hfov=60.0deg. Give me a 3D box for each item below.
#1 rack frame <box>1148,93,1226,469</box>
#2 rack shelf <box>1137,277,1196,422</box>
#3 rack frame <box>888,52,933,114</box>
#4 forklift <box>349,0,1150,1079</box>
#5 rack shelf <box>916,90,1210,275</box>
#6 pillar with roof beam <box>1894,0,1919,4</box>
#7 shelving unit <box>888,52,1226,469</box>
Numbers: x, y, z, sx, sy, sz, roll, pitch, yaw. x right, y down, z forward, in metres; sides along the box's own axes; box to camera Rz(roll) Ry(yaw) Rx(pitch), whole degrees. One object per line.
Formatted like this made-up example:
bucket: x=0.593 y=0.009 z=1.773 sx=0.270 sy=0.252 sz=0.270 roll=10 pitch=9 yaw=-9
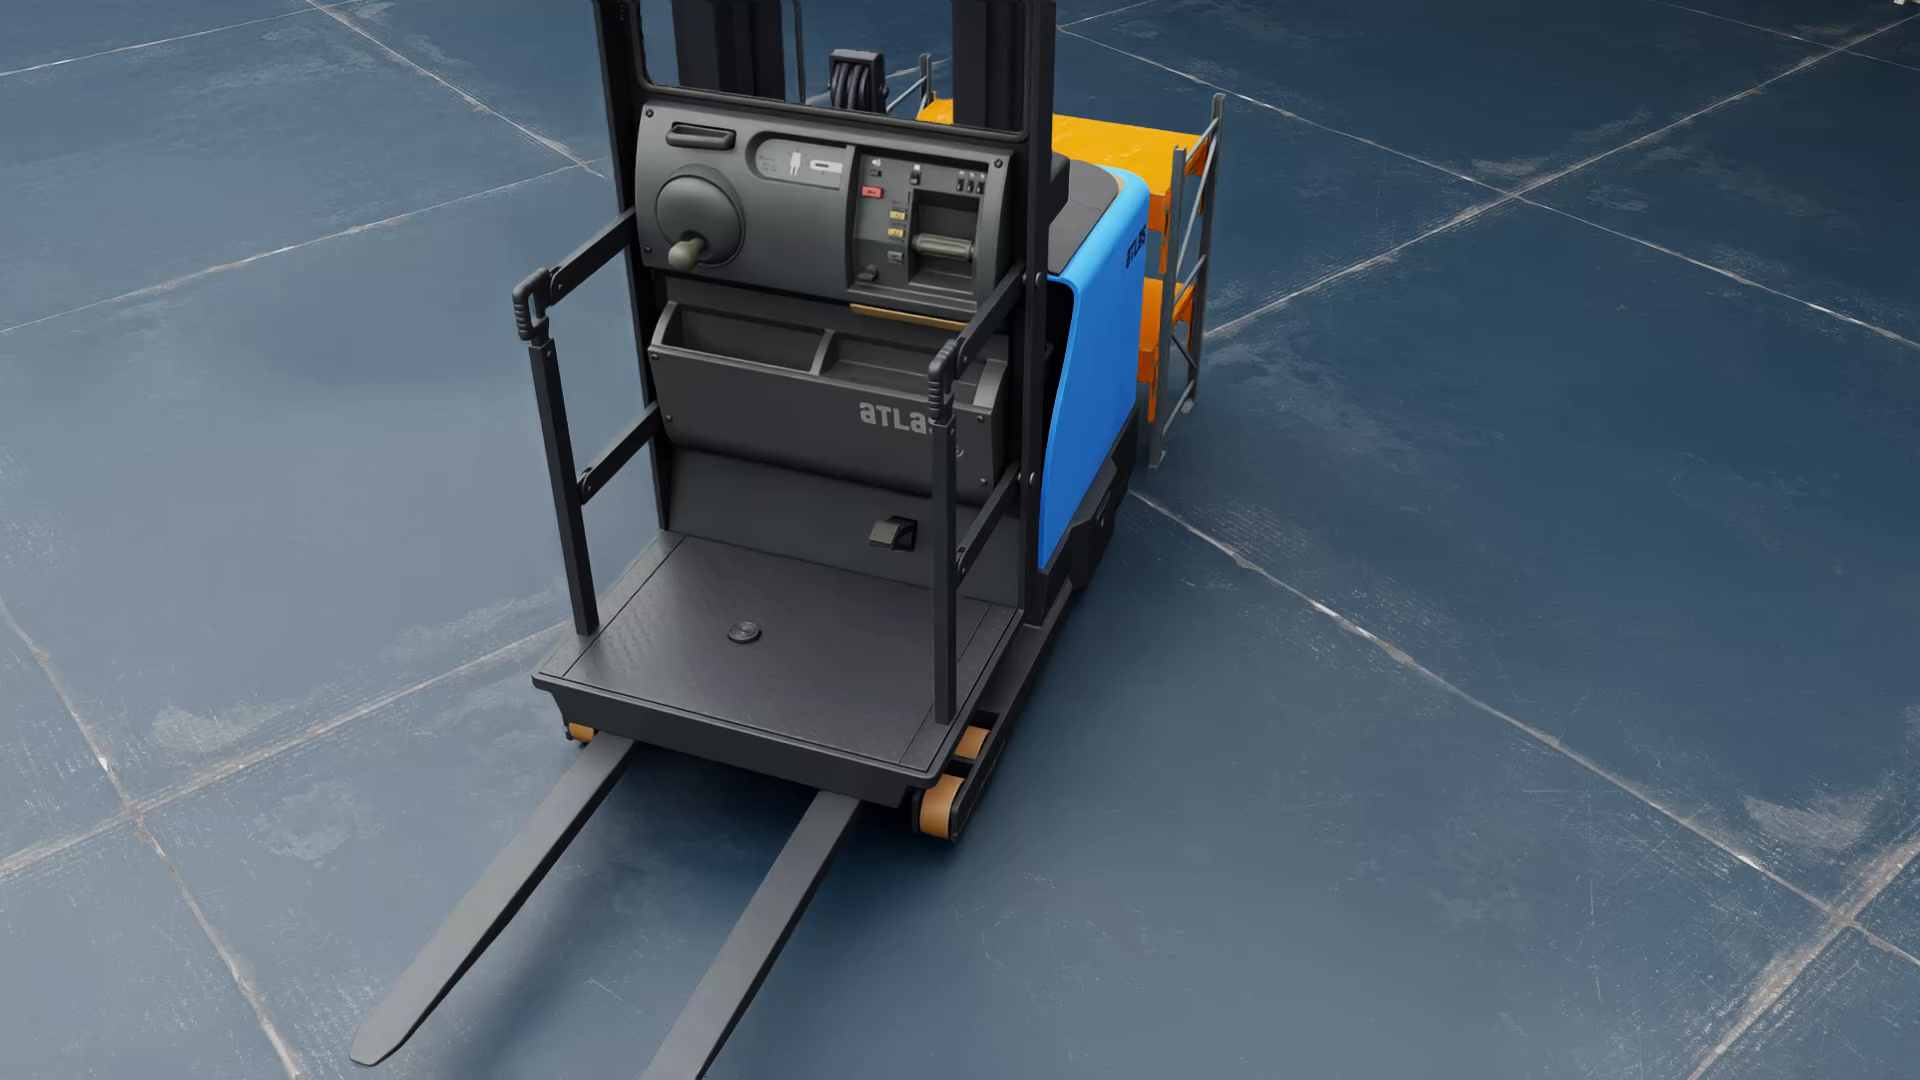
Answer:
rack frame: x=0.742 y=-0.836 z=5.456 sx=0.032 sy=1.125 sz=0.500 roll=13 pitch=37 yaw=18
rack shelf: x=0.271 y=-0.747 z=5.754 sx=1.000 sy=0.278 sz=0.538 roll=13 pitch=37 yaw=18
rack frame: x=-0.199 y=-1.057 z=5.770 sx=0.032 sy=1.125 sz=0.500 roll=13 pitch=37 yaw=18
forklift: x=-0.407 y=-0.716 z=3.725 sx=1.130 sy=2.935 sz=3.031 roll=12 pitch=37 yaw=16
rack shelf: x=0.271 y=-1.185 z=5.444 sx=1.000 sy=0.278 sz=0.538 roll=13 pitch=37 yaw=18
pillar with roof beam: x=2.381 y=-5.163 z=4.754 sx=9.100 sy=9.000 sz=0.400 roll=-26 pitch=43 yaw=-32
shelving unit: x=0.271 y=-0.946 z=5.613 sx=1.048 sy=1.125 sz=0.538 roll=13 pitch=37 yaw=18
